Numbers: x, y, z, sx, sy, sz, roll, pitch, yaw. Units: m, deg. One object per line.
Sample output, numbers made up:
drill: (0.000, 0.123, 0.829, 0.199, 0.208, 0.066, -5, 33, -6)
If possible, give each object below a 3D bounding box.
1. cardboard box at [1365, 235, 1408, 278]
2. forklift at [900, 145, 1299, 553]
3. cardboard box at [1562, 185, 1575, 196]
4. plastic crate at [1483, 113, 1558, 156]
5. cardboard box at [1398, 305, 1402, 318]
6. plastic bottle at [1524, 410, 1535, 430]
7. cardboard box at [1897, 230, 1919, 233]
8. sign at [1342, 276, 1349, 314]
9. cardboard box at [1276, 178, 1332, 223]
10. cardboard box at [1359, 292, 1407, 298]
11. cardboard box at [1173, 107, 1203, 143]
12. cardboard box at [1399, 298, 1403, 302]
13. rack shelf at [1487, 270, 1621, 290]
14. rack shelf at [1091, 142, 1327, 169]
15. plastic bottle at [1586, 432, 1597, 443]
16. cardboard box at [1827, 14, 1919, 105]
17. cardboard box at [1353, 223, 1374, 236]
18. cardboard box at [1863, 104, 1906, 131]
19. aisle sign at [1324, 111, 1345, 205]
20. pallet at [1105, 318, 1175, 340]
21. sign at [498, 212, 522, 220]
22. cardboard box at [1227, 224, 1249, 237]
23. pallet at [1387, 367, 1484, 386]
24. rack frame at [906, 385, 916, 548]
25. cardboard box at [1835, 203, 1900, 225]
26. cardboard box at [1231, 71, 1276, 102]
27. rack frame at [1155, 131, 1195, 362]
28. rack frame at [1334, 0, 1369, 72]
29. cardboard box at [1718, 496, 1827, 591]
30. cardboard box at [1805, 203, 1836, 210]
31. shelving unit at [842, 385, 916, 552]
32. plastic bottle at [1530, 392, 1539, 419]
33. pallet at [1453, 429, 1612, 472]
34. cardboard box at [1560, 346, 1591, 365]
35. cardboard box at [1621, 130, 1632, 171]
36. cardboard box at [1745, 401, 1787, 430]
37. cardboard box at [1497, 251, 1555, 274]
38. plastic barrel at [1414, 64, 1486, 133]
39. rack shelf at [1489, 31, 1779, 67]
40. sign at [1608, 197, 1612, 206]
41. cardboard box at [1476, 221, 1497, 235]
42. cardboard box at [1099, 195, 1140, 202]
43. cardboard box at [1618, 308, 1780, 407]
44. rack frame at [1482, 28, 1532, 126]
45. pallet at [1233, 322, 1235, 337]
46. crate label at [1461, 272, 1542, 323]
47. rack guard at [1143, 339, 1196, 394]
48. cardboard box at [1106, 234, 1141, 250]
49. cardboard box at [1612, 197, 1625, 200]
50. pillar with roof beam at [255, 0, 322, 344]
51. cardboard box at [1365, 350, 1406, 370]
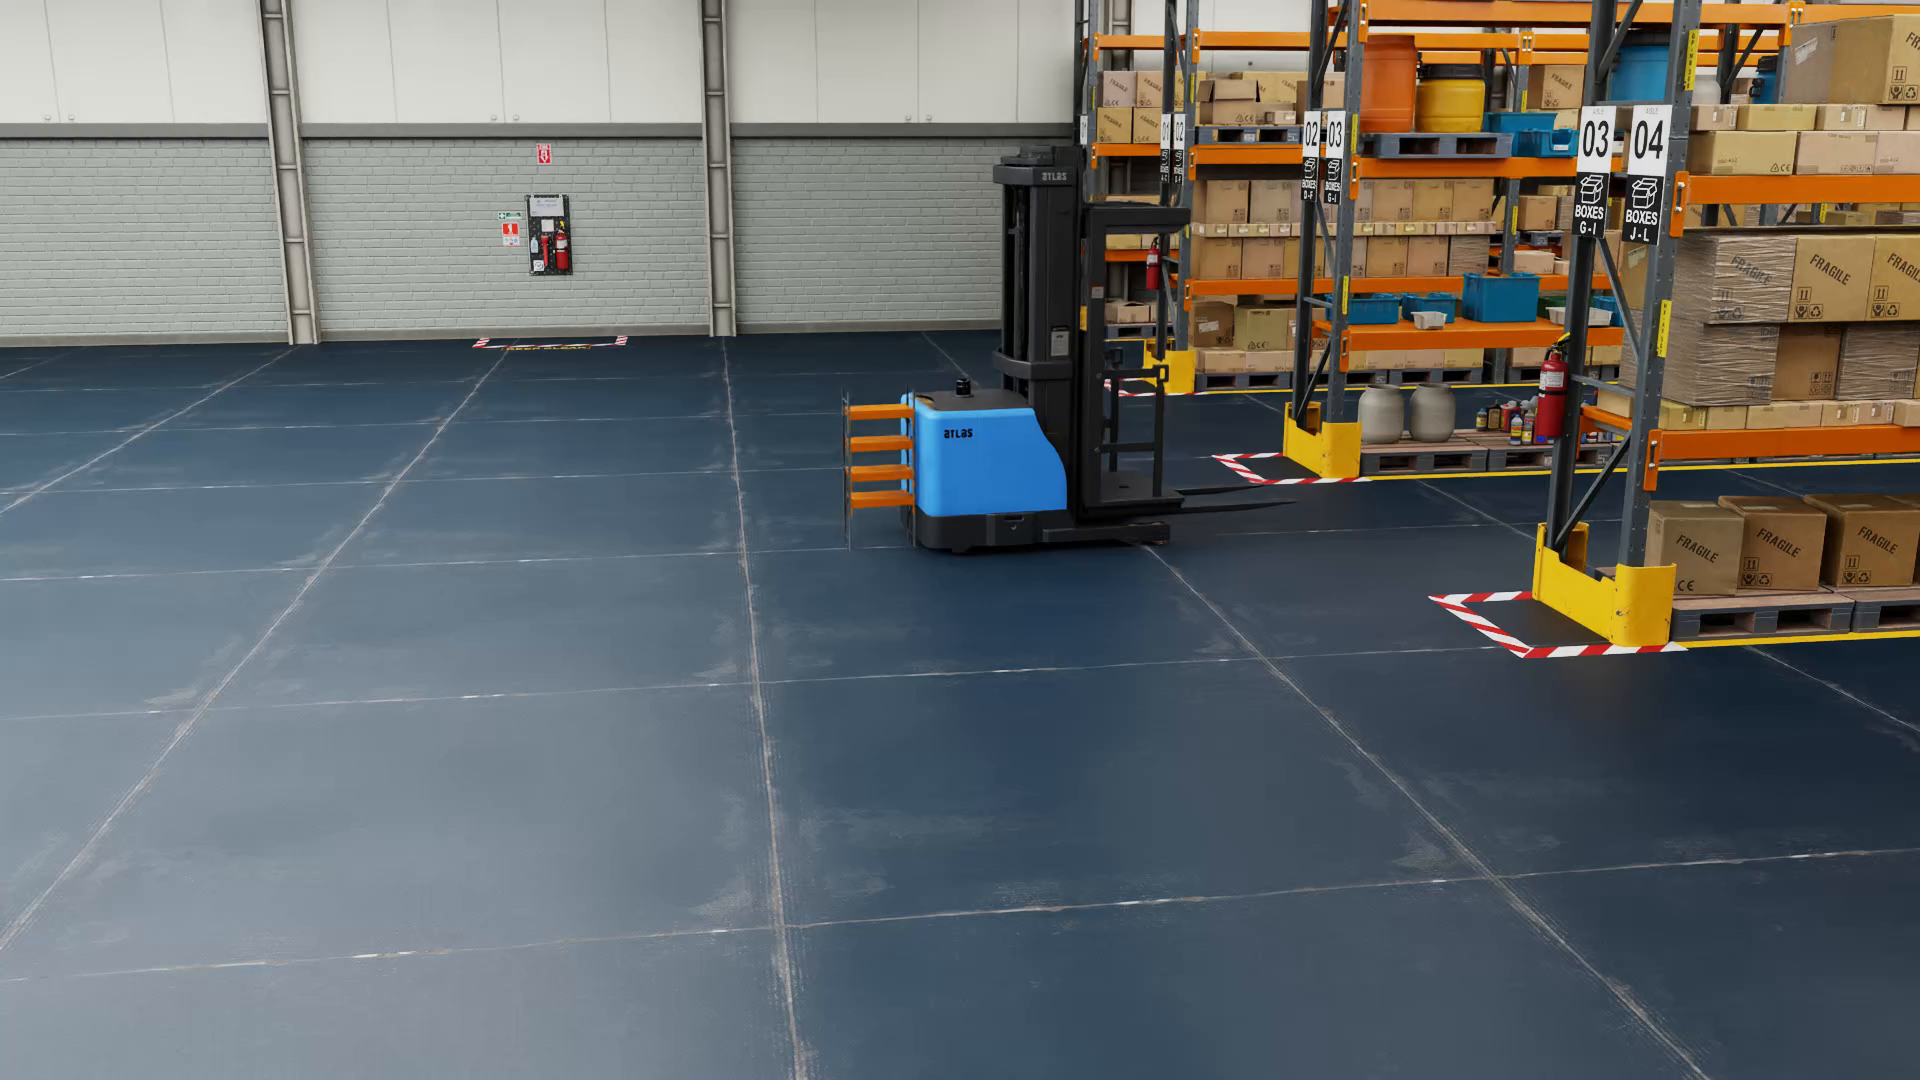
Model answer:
cardboard box: (5.049, -3.465, 20.167, 0.500, 0.500, 0.700, -2, 14, -7)
forklift: (1.105, -1.497, 12.665, 3.031, 2.935, 1.130, -4, 15, -14)
cardboard box: (9.382, -5.365, 25.506, 0.250, 0.149, 0.380, -4, 15, -16)
plastic crate: (5.124, -3.724, 15.273, 0.575, 0.384, 0.392, -2, 14, -8)
cardboard box: (5.089, -2.602, 20.180, 0.500, 0.500, 0.500, -2, 14, -8)
plastic bottle: (5.462, -1.142, 15.957, 0.097, 0.201, 0.097, 0, 14, 0)
cardboard box: (6.089, -1.631, 10.186, 0.500, 0.500, 0.500, -2, 14, -8)
sign: (3.361, -2.137, 14.510, 0.005, 0.325, 0.100, -2, 14, -8)
cardboard box: (4.083, -4.060, 19.871, 0.500, 0.500, 0.700, -2, 14, -8)
cardboard box: (6.488, -3.695, 25.525, 0.500, 0.500, 0.700, -2, 14, -6)
cardboard box: (3.225, -6.015, 24.125, 0.500, 0.500, 0.500, -1, 14, -6)
cardboard box: (5.506, -2.745, 20.747, 0.500, 0.500, 0.500, -2, 14, -8)
rack shelf: (8.482, -3.196, 20.777, 4.000, 0.370, 1.077, -2, 14, -8)
rack shelf: (3.785, -5.697, 24.585, 4.000, 0.370, 1.077, -2, 14, -8)
plastic bottle: (5.862, -1.010, 15.429, 0.097, 0.201, 0.097, 0, 14, 0)
cardboard box: (5.530, -2.823, 9.802, 0.500, 0.500, 0.500, -2, 14, -9)
cardboard box: (4.750, -3.718, 19.842, 0.250, 0.149, 0.380, -2, 14, -6)
cardboard box: (5.351, -2.500, 9.845, 0.250, 0.149, 0.380, -2, 14, -8)
aisle sign: (3.256, -3.324, 14.464, 0.004, 0.787, 0.394, -2, 14, -8)
pallet: (2.691, -3.190, 25.007, 1.213, 0.211, 1.003, -2, 14, -8)
sign: (-6.568, -4.732, 24.259, 0.331, 0.109, 0.001, -2, 14, -8)
cardboard box: (3.230, -3.663, 19.623, 0.250, 0.149, 0.380, -2, 14, -10)
pallet: (5.712, -2.101, 20.665, 1.213, 0.211, 1.003, -2, 14, -8)
rack frame: (-0.366, -0.549, 12.444, 0.015, 1.200, 0.240, -4, 15, -14)
cardboard box: (14.212, -5.115, 26.334, 0.700, 0.700, 0.980, -2, 14, -7)
cardboard box: (4.253, -6.535, 24.143, 0.500, 0.500, 0.500, -3, 14, -10)
rack frame: (2.549, -3.327, 19.823, 0.127, 3.000, 1.000, -2, 14, -8)
rack frame: (5.763, -7.574, 24.422, 0.127, 3.000, 1.000, -2, 14, -8)
cardboard box: (5.227, 0.016, 10.767, 0.500, 0.500, 0.500, 2, 14, 6)
cardboard box: (13.255, -5.079, 25.948, 0.500, 0.500, 0.500, -2, 14, -9)
shelving unit: (-0.603, -0.534, 12.385, 0.503, 1.200, 0.258, -4, 15, -14)
plastic bottle: (5.588, -1.251, 16.084, 0.185, 0.351, 0.144, -2, 14, -6)
pallet: (5.360, -0.869, 15.752, 1.213, 0.211, 1.003, -2, 14, -8)
cardboard box: (7.446, -2.315, 20.578, 0.500, 0.250, 0.500, -2, 14, -7)
cardboard box: (4.460, -2.405, 10.288, 0.500, 0.250, 0.500, -2, 14, -7)
cardboard box: (4.838, -0.785, 10.203, 0.250, 0.149, 0.380, -2, 14, -8)
cardboard box: (6.985, -3.428, 20.532, 0.500, 0.250, 0.500, -1, 14, -5)
plastic barrel: (4.392, -3.958, 14.919, 0.600, 0.588, 0.600, 0, 14, 0)
rack shelf: (8.482, -5.912, 20.096, 4.000, 0.370, 1.077, -2, 14, -8)
sign: (9.808, -5.202, 25.079, 0.005, 0.325, 0.100, -2, 14, -8)
cardboard box: (6.268, -3.774, 20.065, 0.250, 0.149, 0.380, -2, 14, -8)
cardboard box: (2.324, -4.764, 24.279, 0.500, 0.500, 0.500, -2, 14, -8)
cardboard box: (4.569, -1.150, 10.326, 0.500, 0.500, 0.875, -2, 14, -8)
rack frame: (6.505, -6.382, 19.671, 0.127, 3.000, 1.000, -2, 14, -8)
pallet: (3.895, -3.233, 25.180, 1.213, 0.211, 1.003, -2, 14, -8)
crate label: (5.063, -2.285, 15.593, 0.616, 0.435, 0.502, -2, 14, -8)
rack guard: (2.525, -2.114, 20.124, 0.348, 0.500, 1.175, -2, 14, -8)
cardboard box: (2.337, -4.397, 24.355, 0.500, 0.250, 0.500, -3, 14, -10)
cardboard box: (10.234, -5.330, 25.410, 0.500, 0.250, 0.500, -2, 14, -7)
pillar with roof beam: (-8.854, -6.192, 18.912, 0.400, 9.000, 9.100, -2, 14, -8)
cardboard box: (5.090, -2.235, 20.259, 0.500, 0.250, 0.500, -2, 14, -8)
